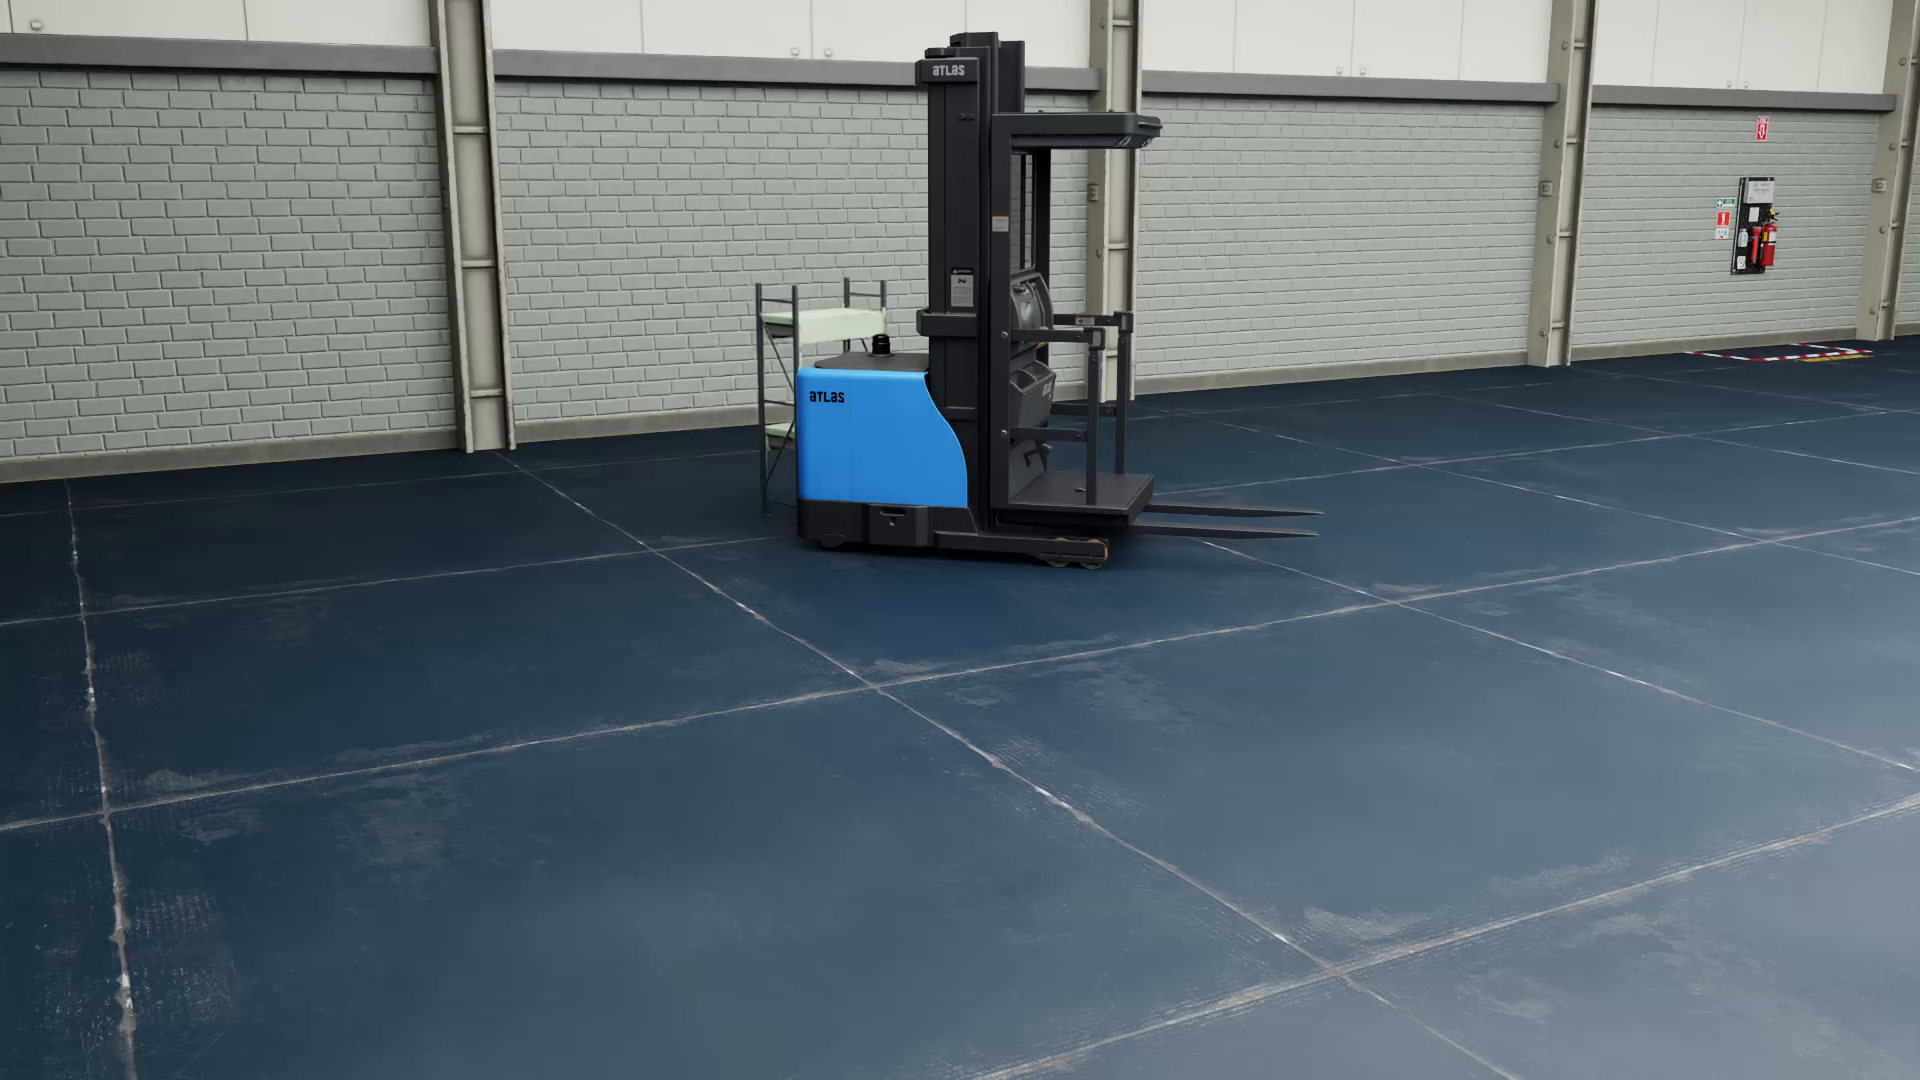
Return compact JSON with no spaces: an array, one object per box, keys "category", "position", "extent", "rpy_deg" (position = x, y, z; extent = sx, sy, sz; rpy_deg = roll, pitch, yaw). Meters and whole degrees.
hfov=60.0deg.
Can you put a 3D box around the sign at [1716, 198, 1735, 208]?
[{"category":"sign","position":[9.272,-4.083,20.131],"extent":[0.331,0.109,0.001],"rpy_deg":[-7,14,-28]}]

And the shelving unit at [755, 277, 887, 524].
[{"category":"shelving unit","position":[-0.883,-0.918,10.774],"extent":[0.755,1.500,0.431],"rpy_deg":[-12,18,-43]}]

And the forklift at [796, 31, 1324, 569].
[{"category":"forklift","position":[0.606,-1.395,9.632],"extent":[3.031,2.935,1.130],"rpy_deg":[3,13,14]}]

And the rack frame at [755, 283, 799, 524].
[{"category":"rack frame","position":[-1.144,-0.862,10.524],"extent":[0.023,1.500,0.400],"rpy_deg":[-12,18,-43]}]

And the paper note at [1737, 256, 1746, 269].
[{"category":"paper note","position":[9.610,-3.411,20.442],"extent":[0.142,0.148,0.016],"rpy_deg":[-7,14,-28]}]

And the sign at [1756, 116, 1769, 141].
[{"category":"sign","position":[9.744,-4.996,20.196],"extent":[0.199,0.298,0.001],"rpy_deg":[-7,14,-28]}]

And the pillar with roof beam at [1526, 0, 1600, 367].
[{"category":"pillar with roof beam","position":[8.783,-5.565,14.341],"extent":[0.400,9.000,9.100],"rpy_deg":[-7,14,-28]}]

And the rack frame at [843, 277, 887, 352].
[{"category":"rack frame","position":[-0.623,-0.975,11.025],"extent":[0.023,1.500,0.400],"rpy_deg":[-12,18,-43]}]

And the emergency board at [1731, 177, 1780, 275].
[{"category":"emergency board","position":[9.799,-3.846,20.369],"extent":[0.643,1.169,0.194],"rpy_deg":[-7,14,-28]}]

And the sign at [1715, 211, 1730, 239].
[{"category":"sign","position":[9.264,-3.826,20.194],"extent":[0.234,0.329,0.001],"rpy_deg":[-7,14,-28]}]

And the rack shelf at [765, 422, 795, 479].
[{"category":"rack shelf","position":[-0.883,-0.600,10.846],"extent":[0.720,0.370,0.431],"rpy_deg":[-12,18,-43]}]

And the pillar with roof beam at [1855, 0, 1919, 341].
[{"category":"pillar with roof beam","position":[14.049,-6.196,17.146],"extent":[0.400,9.000,9.100],"rpy_deg":[-7,14,-28]}]

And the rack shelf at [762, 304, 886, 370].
[{"category":"rack shelf","position":[-0.883,-1.299,10.689],"extent":[0.720,0.370,0.431],"rpy_deg":[-12,18,-43]}]

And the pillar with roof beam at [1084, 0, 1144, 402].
[{"category":"pillar with roof beam","position":[3.516,-4.934,11.537],"extent":[0.400,9.000,9.100],"rpy_deg":[-7,14,-28]}]

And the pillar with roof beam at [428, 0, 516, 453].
[{"category":"pillar with roof beam","position":[-1.750,-4.303,8.732],"extent":[0.400,9.000,9.100],"rpy_deg":[-7,14,-28]}]
